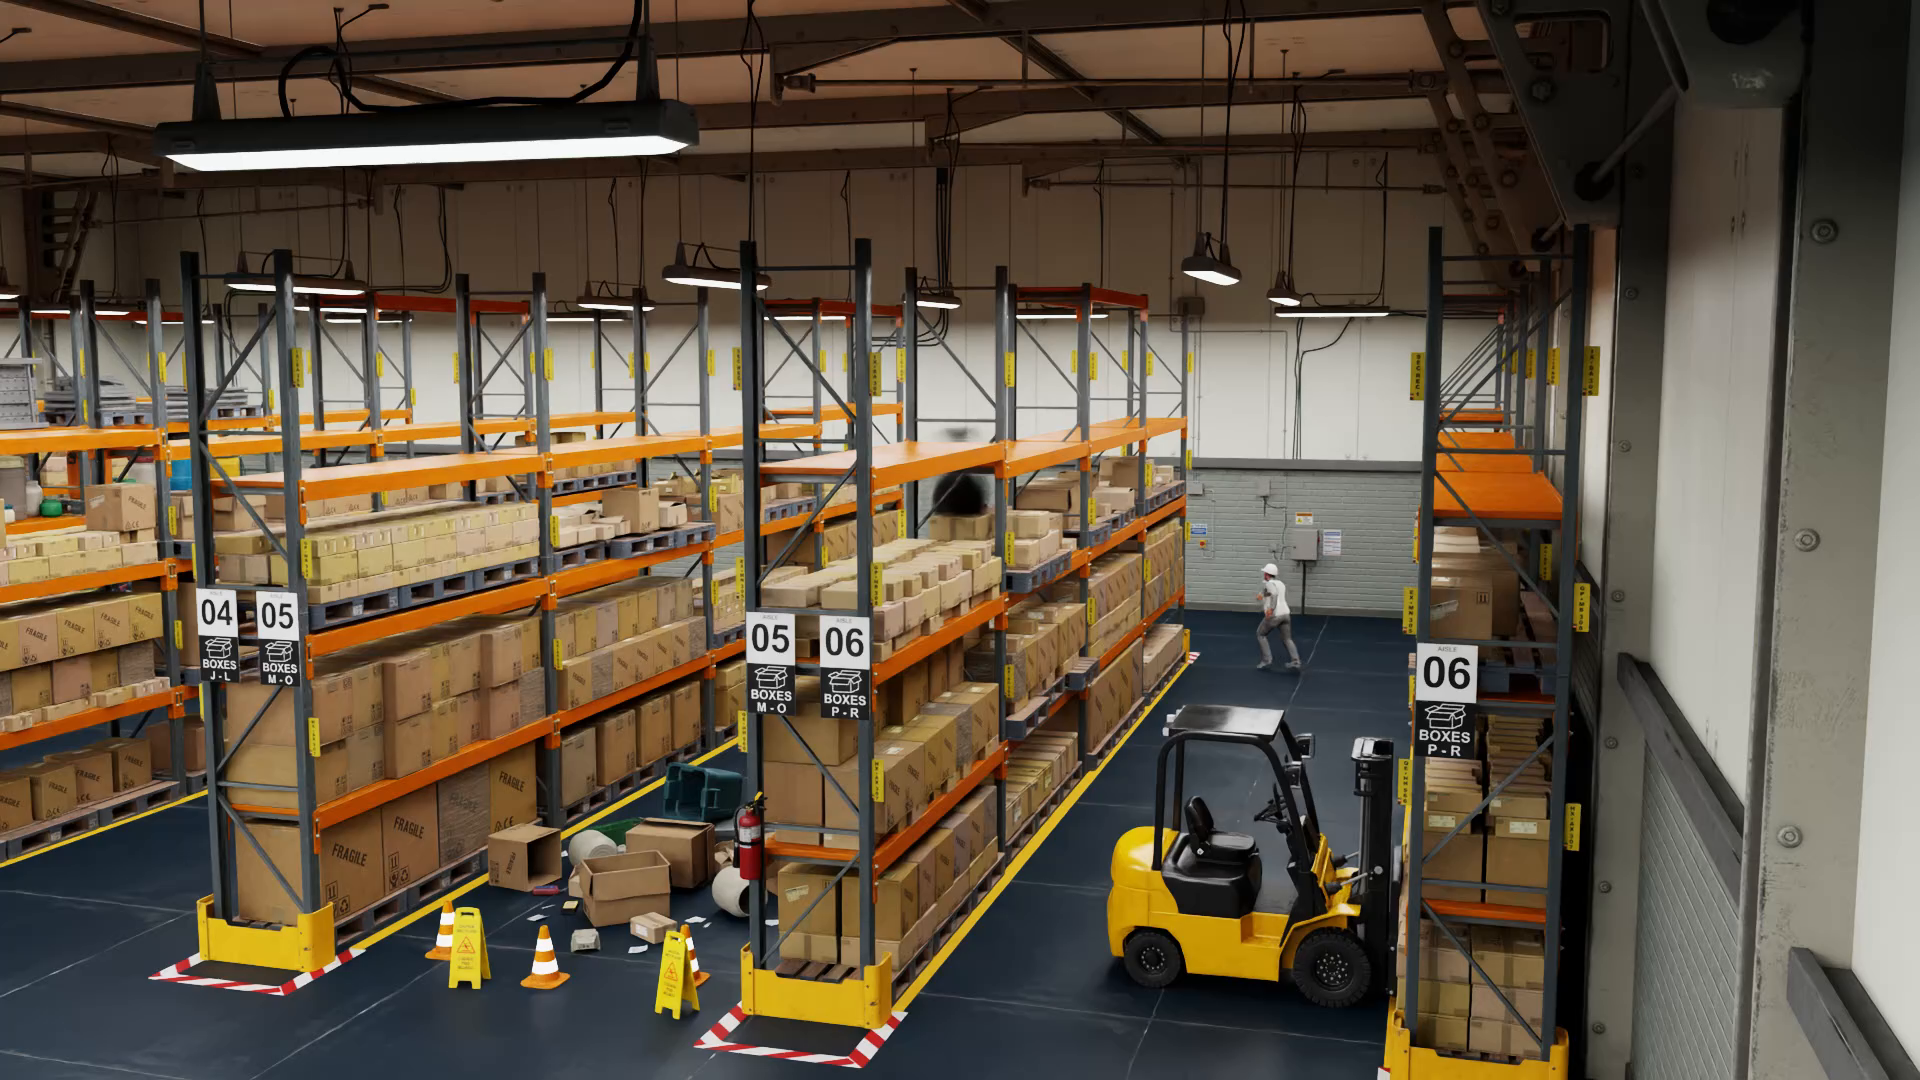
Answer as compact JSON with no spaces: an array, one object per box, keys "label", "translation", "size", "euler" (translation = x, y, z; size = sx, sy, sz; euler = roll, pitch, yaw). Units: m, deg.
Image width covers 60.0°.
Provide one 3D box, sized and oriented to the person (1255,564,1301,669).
[{"label":"person","translation":[5.179,1.269,27.256],"size":[0.646,1.740,0.976],"euler":[-5,8,-39]}]
